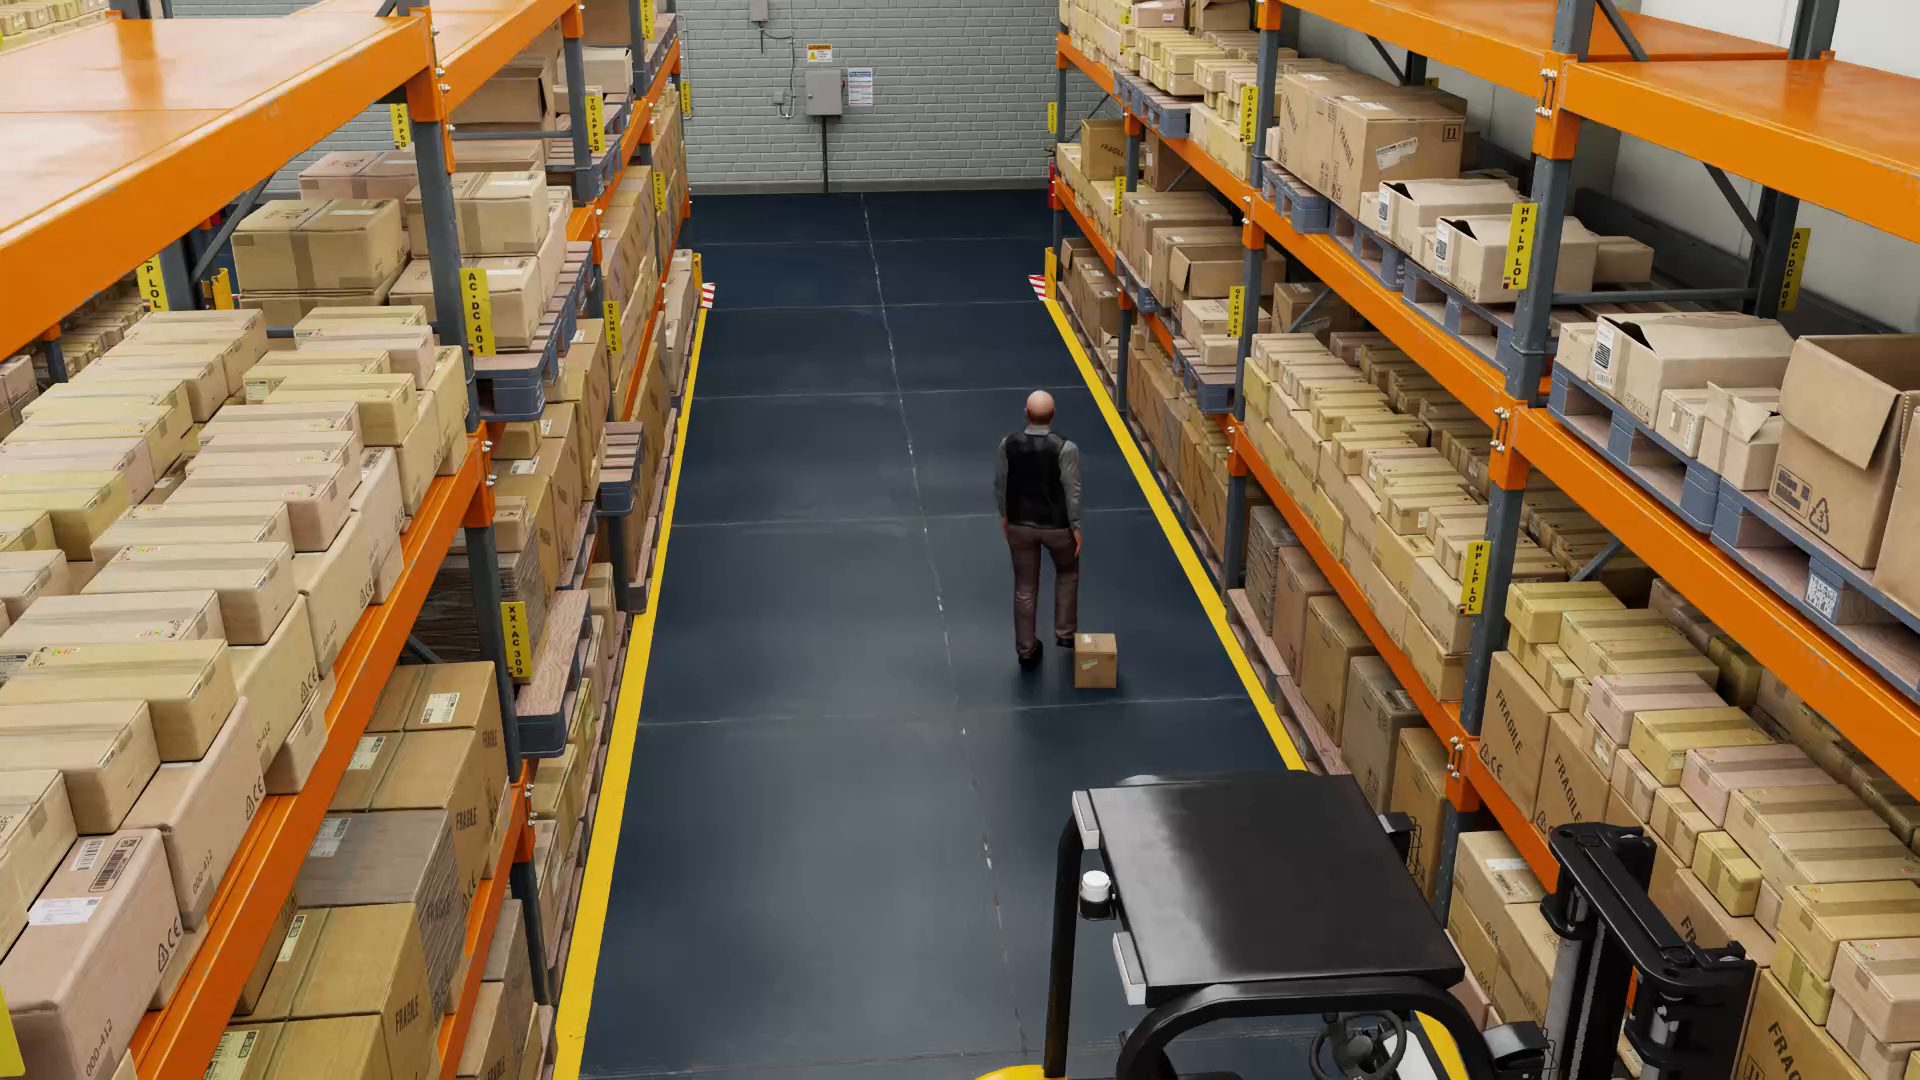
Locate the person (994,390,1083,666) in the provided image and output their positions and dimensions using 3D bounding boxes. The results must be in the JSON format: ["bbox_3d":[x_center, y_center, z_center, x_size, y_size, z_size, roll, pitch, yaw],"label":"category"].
[{"bbox_3d":[0.500,-0.059,10.252,0.615,1.747,0.527,5,24,12],"label":"person"}]
